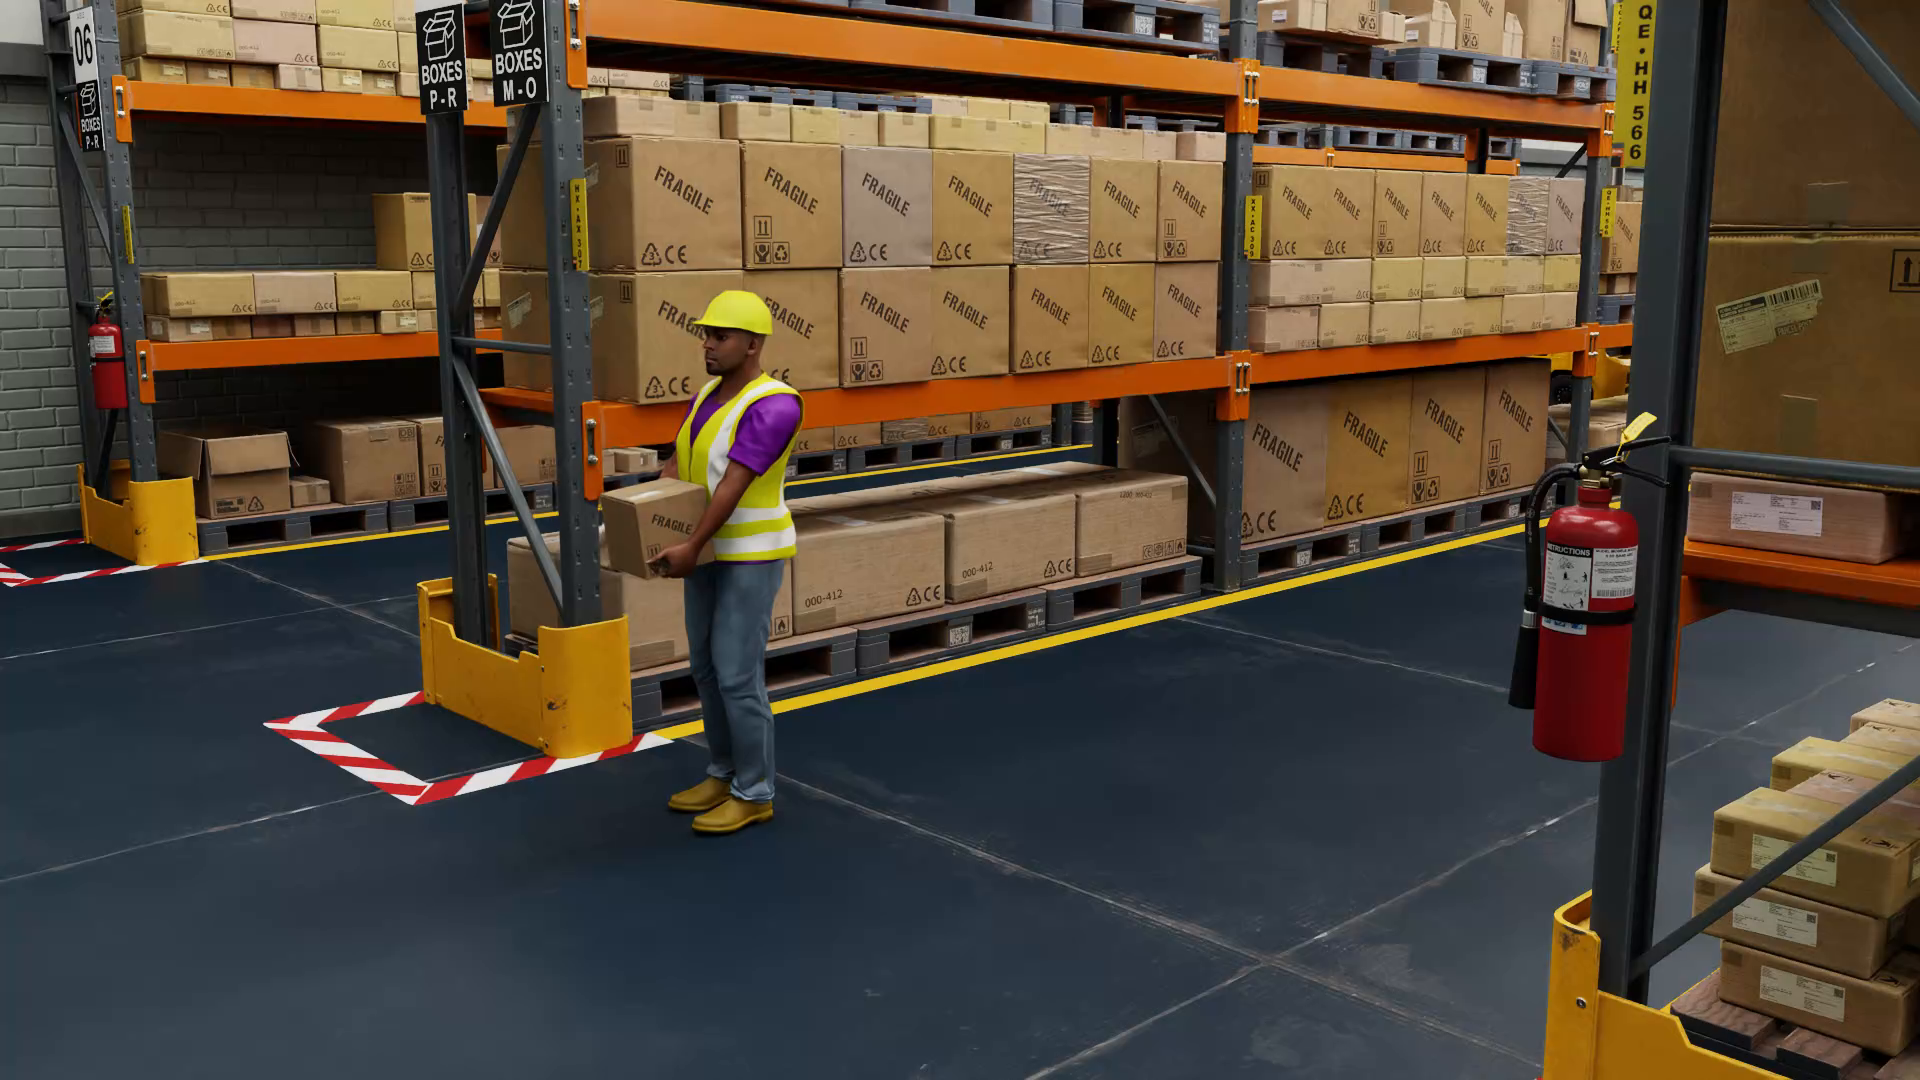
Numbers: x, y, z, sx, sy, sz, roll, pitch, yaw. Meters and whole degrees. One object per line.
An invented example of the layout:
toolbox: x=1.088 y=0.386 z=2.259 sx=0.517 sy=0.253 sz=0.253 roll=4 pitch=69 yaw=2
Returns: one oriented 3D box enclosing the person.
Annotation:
person: x=-0.826 y=0.075 z=5.452 sx=0.567 sy=1.763 sz=0.505 roll=-8 pitch=13 yaw=-37
